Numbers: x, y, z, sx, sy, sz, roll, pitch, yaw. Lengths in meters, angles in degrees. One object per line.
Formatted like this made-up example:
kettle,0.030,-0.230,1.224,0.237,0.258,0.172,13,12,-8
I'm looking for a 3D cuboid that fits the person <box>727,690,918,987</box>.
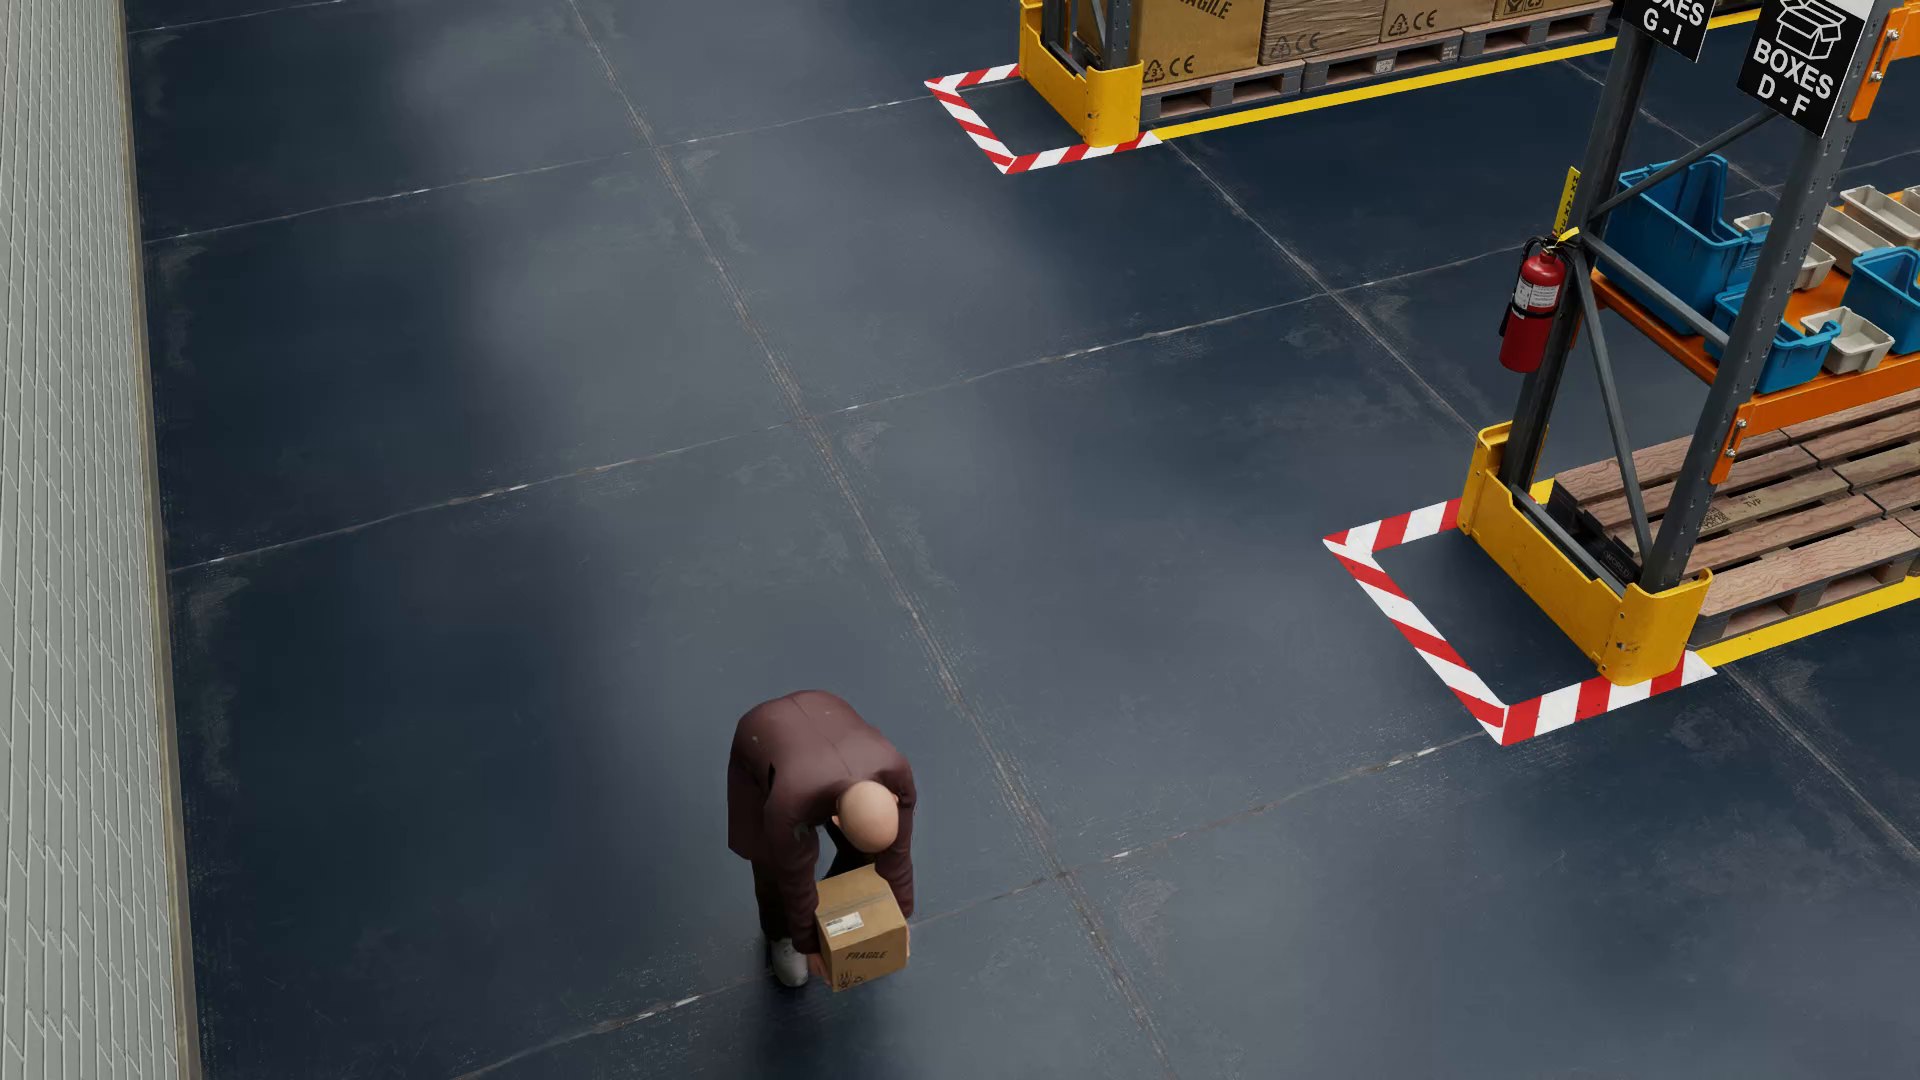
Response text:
person,-0.422,1.019,5.335,0.557,1.346,0.889,-17,44,-18
